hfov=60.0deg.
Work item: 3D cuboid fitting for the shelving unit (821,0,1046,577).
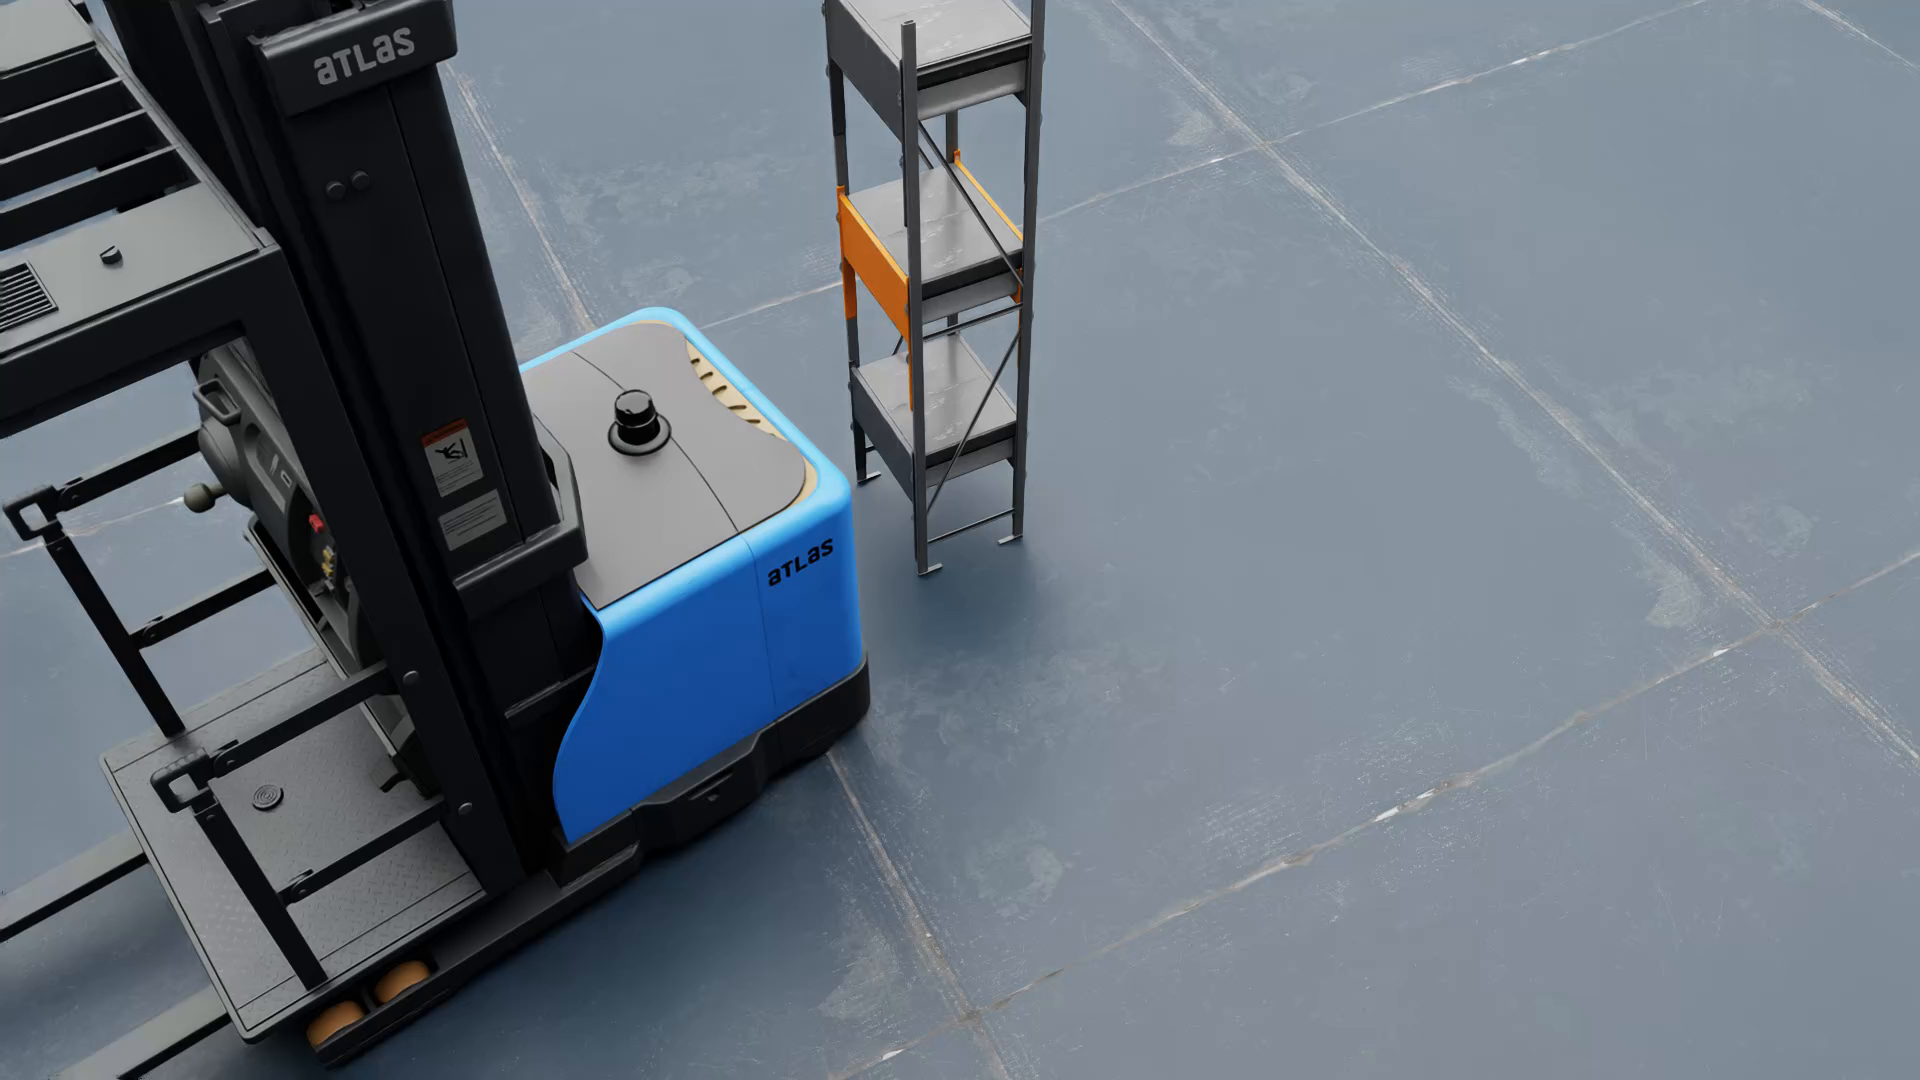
[{"bbox_3d":[-0.076,-0.802,5.057,0.431,2.100,0.503,-21,52,-18],"label":"shelving unit"}]

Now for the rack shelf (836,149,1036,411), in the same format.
[{"bbox_3d":[-0.076,-0.793,5.067,0.431,0.518,0.480,-21,52,-18],"label":"rack shelf"}]

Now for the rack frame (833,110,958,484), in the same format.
[{"bbox_3d":[-0.187,-0.965,5.199,0.400,2.100,0.015,-21,52,-18],"label":"rack frame"}]

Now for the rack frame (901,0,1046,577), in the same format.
[{"bbox_3d":[0.036,-0.639,4.914,0.400,2.100,0.015,-21,52,-18],"label":"rack frame"}]

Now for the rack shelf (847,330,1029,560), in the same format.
[{"bbox_3d":[-0.076,-0.332,5.594,0.431,0.518,0.480,-21,52,-18],"label":"rack shelf"}]

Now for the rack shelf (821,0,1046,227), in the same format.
[{"bbox_3d":[-0.076,-1.254,4.540,0.431,0.518,0.480,-21,52,-18],"label":"rack shelf"}]

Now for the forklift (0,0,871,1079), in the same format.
[{"bbox_3d":[-1.754,-0.011,3.812,3.031,2.935,1.130,-30,55,-24],"label":"forklift"}]
